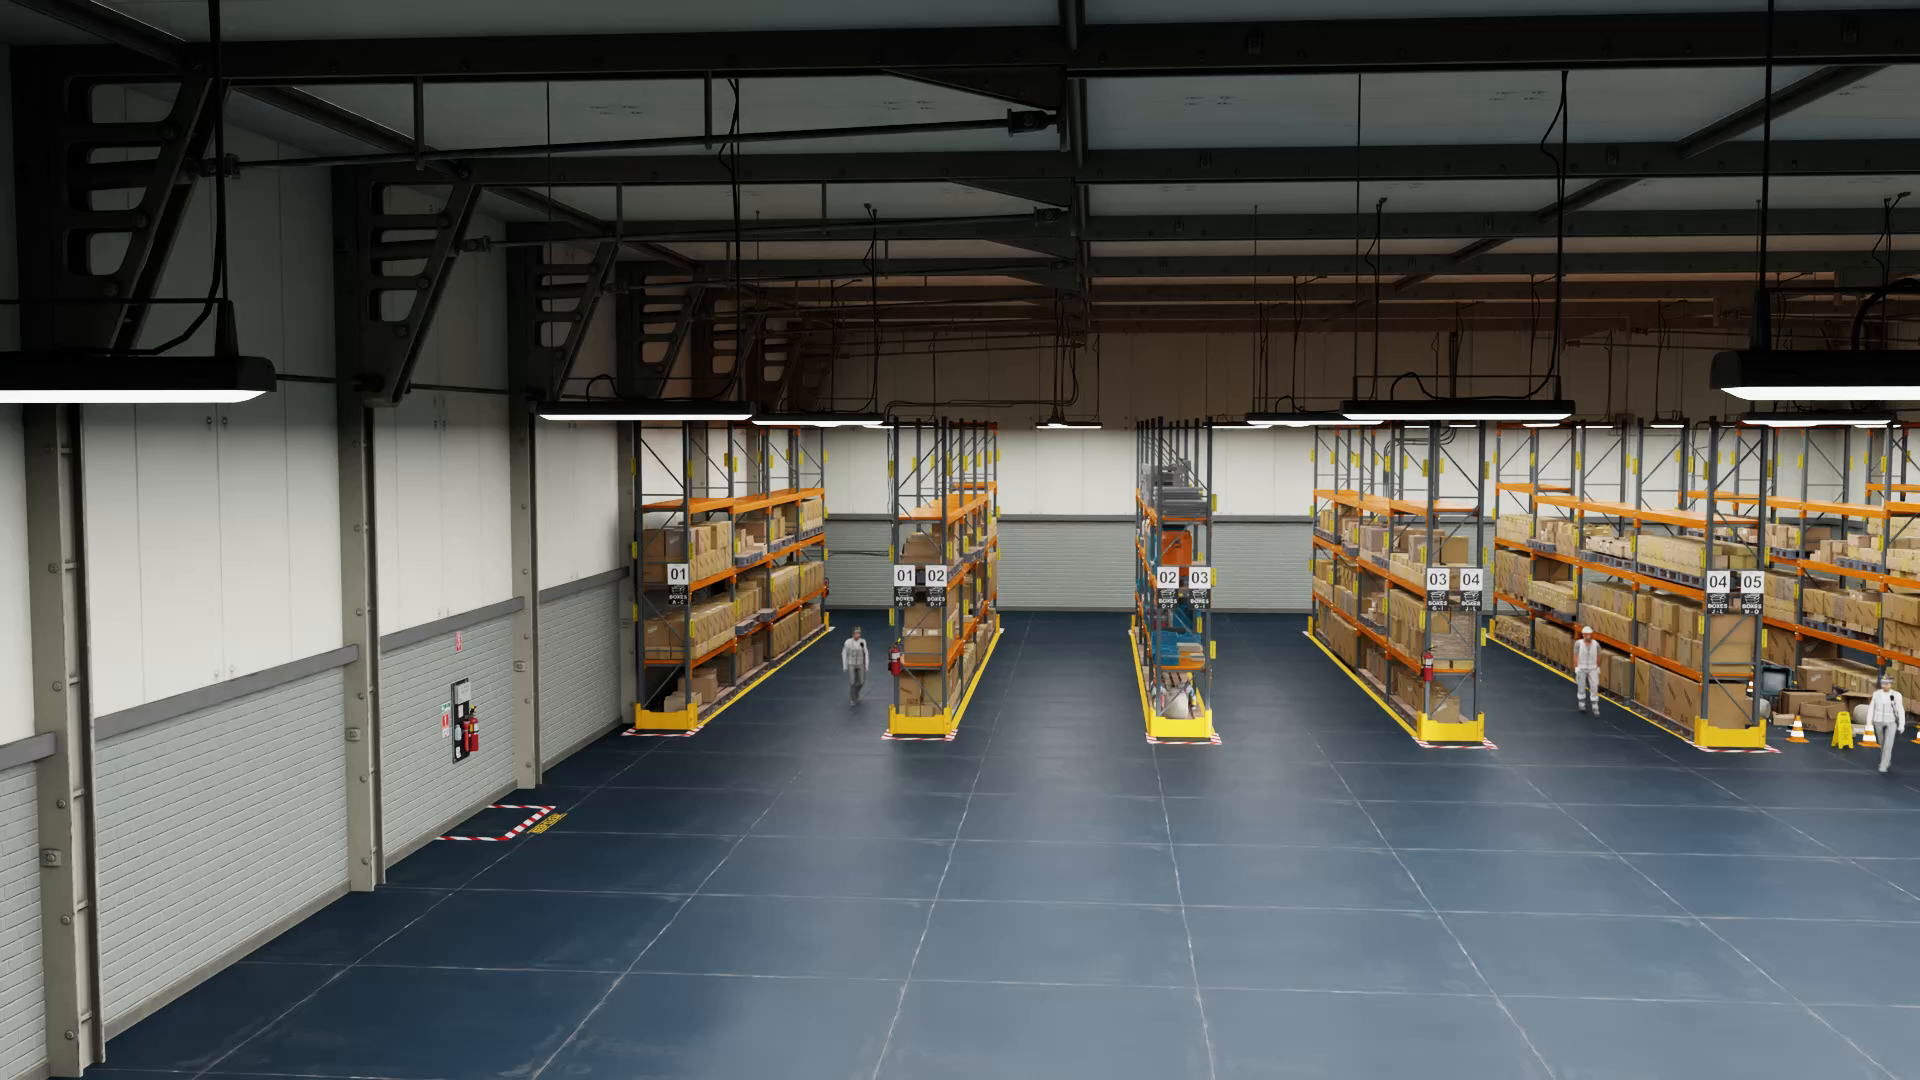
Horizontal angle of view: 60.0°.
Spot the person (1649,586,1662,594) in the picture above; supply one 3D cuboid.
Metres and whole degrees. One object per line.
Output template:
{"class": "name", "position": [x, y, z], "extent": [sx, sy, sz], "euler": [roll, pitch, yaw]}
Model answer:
{"class": "person", "position": [18.380, 1.978, 43.838], "extent": [0.535, 1.795, 0.534], "euler": [-2, 4, -28]}

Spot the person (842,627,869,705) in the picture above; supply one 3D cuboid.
{"class": "person", "position": [-2.217, 2.624, 34.981], "extent": [0.551, 1.658, 0.576], "euler": [-1, 4, -16]}

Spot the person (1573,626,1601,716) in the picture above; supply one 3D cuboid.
{"class": "person", "position": [12.698, 2.623, 33.645], "extent": [0.544, 1.747, 0.902], "euler": [1, 4, 16]}

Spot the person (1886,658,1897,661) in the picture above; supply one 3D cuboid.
{"class": "person", "position": [23.019, 2.199, 41.186], "extent": [0.541, 1.613, 0.988], "euler": [2, 4, 23]}

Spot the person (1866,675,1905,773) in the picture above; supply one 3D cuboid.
{"class": "person", "position": [15.508, 3.071, 27.916], "extent": [1.018, 1.613, 0.519], "euler": [-3, 5, -40]}
